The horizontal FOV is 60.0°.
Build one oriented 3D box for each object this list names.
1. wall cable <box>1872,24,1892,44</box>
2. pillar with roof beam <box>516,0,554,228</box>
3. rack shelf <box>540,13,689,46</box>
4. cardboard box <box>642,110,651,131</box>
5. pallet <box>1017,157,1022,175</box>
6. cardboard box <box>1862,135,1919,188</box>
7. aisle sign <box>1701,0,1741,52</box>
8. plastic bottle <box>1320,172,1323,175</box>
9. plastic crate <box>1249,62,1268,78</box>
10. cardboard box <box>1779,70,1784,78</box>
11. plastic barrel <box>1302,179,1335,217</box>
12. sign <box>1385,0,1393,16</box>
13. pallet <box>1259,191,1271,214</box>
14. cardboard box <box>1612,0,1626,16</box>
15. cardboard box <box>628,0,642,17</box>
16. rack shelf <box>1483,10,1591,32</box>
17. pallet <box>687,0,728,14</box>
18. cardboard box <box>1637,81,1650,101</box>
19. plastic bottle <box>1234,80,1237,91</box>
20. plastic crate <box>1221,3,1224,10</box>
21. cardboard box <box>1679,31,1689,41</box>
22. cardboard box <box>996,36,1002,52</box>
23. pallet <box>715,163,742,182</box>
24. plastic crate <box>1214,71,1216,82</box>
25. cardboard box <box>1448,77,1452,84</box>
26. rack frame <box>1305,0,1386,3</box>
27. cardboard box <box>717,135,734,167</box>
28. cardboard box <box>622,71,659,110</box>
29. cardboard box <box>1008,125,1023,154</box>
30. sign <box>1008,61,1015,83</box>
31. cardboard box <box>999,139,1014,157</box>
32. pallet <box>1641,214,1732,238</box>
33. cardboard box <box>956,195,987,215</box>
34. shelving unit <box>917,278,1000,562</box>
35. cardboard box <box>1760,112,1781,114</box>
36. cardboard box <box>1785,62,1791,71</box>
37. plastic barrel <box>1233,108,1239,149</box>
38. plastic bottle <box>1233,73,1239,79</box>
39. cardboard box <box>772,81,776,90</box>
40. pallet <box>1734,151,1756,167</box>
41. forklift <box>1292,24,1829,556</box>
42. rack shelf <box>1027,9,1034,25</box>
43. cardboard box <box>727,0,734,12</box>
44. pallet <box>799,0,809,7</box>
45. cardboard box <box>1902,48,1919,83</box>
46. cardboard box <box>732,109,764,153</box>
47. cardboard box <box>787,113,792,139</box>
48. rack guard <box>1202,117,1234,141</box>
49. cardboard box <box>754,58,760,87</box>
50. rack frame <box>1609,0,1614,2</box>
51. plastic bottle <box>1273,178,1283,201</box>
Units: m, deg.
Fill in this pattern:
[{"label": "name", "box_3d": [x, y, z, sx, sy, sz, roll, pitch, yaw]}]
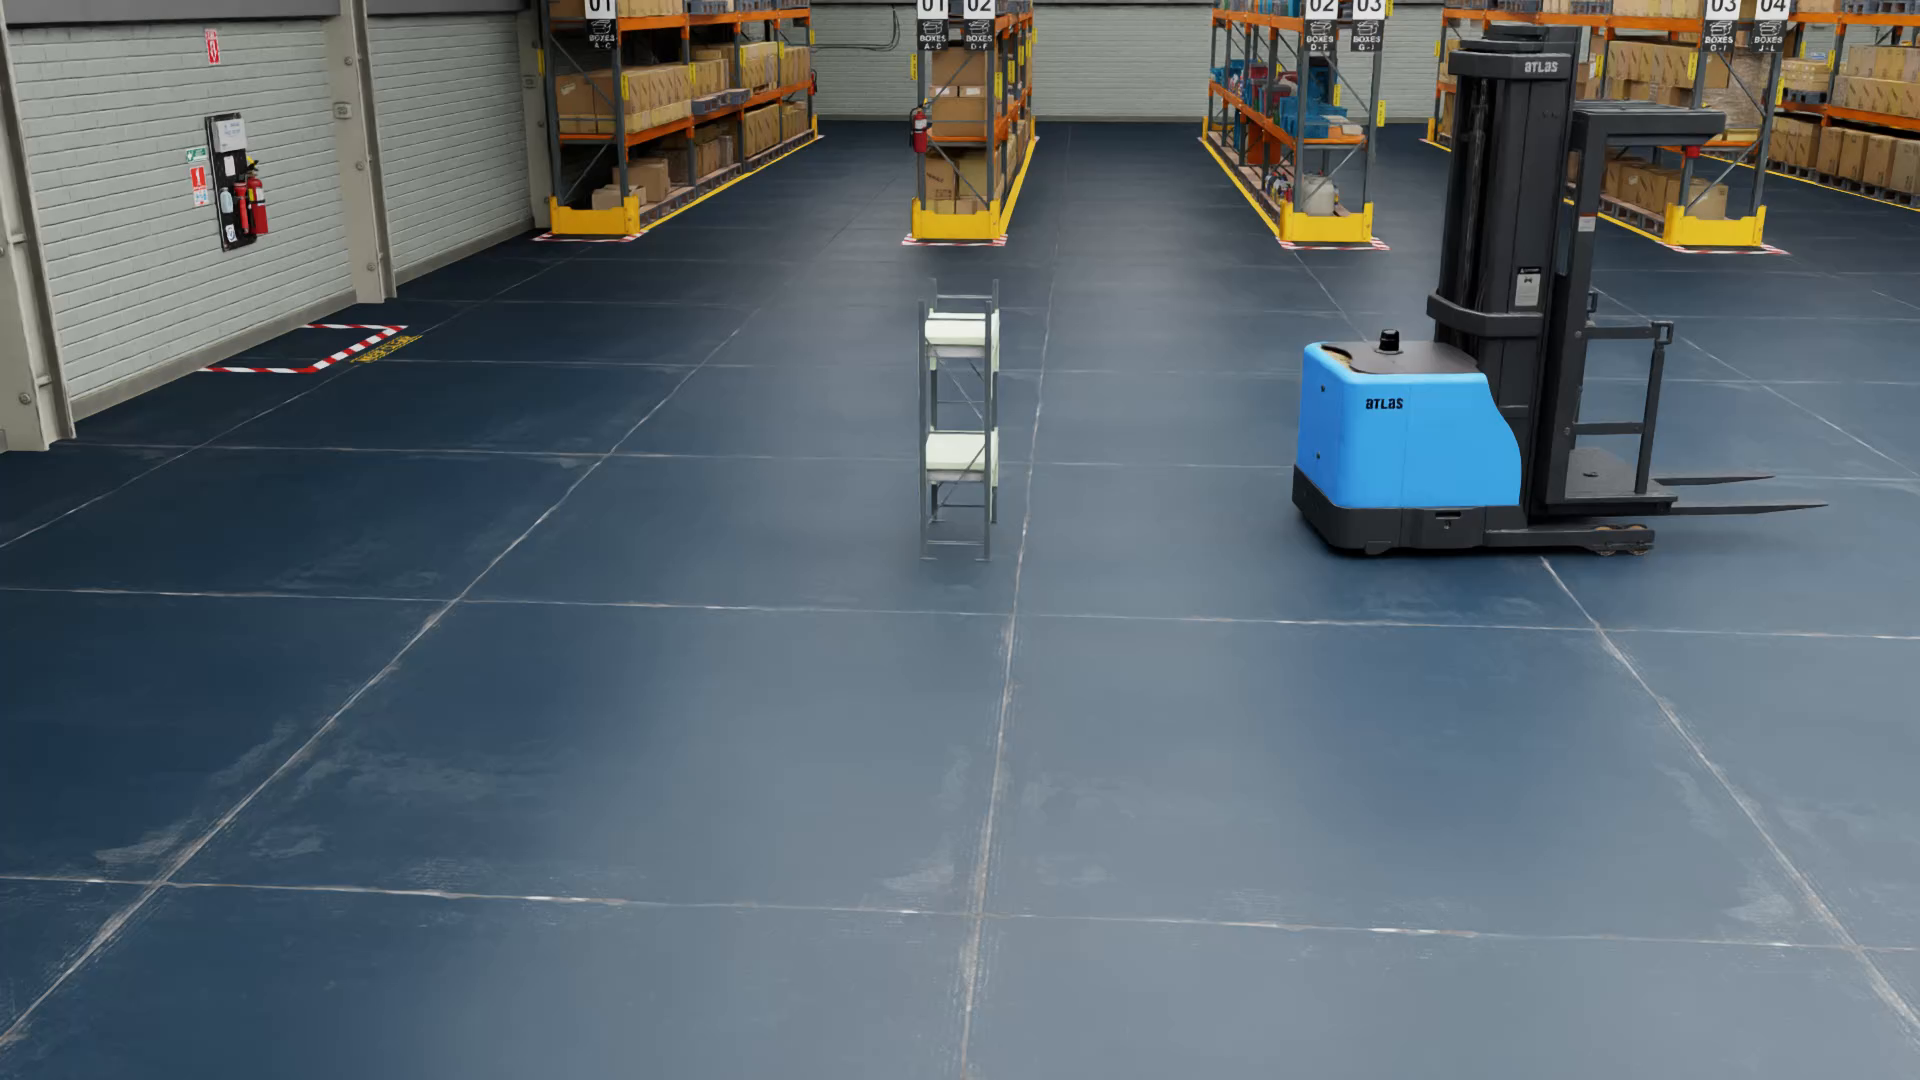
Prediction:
[{"label": "wall cable", "box_3d": [22.656, -12.238, 40.823, 0.588, 1.984, 0.122, 1, 18, 4]}, {"label": "pillar with roof beam", "box_3d": [-1.512, -8.607, 21.738, 9.100, 9.000, 0.400, 1, 18, 4]}, {"label": "rack shelf", "box_3d": [-4.850, -7.320, 23.784, 1.077, 0.370, 4.000, 1, 18, 4]}, {"label": "cardboard box", "box_3d": [-4.619, -5.860, 23.197, 0.500, 0.250, 0.500, 1, 18, 2]}, {"label": "pallet", "box_3d": [0.613, -6.896, 30.631, 1.003, 0.211, 1.213, 1, 18, 4]}, {"label": "cardboard box", "box_3d": [15.083, -6.009, 26.382, 1.050, 0.750, 0.750, 1, 18, 4]}, {"label": "aisle sign", "box_3d": [9.525, -6.506, 20.788, 0.394, 0.787, 0.004, 1, 18, 4]}, {"label": "plastic bottle", "box_3d": [5.403, -5.321, 24.892, 0.144, 0.351, 0.185, 0, 18, 1]}, {"label": "plastic crate", "box_3d": [6.063, -9.452, 33.752, 0.402, 0.464, 0.583, 1, 18, 4]}, {"label": "cardboard box", "box_3d": [15.014, -8.412, 30.029, 0.380, 0.149, 0.250, 2, 18, 5]}, {"label": "plastic barrel", "box_3d": [4.859, -4.618, 22.519, 0.421, 0.512, 0.421, 0, 18, 0]}, {"label": "sign", "box_3d": [5.437, -6.810, 21.058, 0.100, 0.325, 0.005, 1, 18, 4]}, {"label": "pallet", "box_3d": [5.085, -5.104, 25.160, 1.003, 0.211, 1.213, 1, 18, 4]}, {"label": "cardboard box", "box_3d": [9.828, -7.746, 24.169, 0.500, 0.250, 0.500, 1, 18, 2]}, {"label": "cardboard box", "box_3d": [-4.646, -7.362, 22.564, 0.500, 0.500, 0.500, 2, 18, 8]}, {"label": "rack shelf", "box_3d": [10.545, -9.473, 30.354, 1.077, 0.370, 4.000, 1, 18, 4]}, {"label": "pallet", "box_3d": [-4.485, -8.705, 27.158, 1.213, 0.211, 1.003, 1, 18, 4]}, {"label": "cardboard box", "box_3d": [9.938, -6.110, 23.114, 0.875, 0.500, 0.500, 1, 18, 4]}, {"label": "plastic bottle", "box_3d": [5.217, -8.530, 31.344, 0.097, 0.271, 0.097, 0, 18, 0]}, {"label": "plastic crate", "box_3d": [5.460, -10.825, 33.748, 0.293, 0.136, 0.466, 1, 18, 4]}, {"label": "cardboard box", "box_3d": [15.618, -10.641, 35.337, 0.500, 0.500, 0.500, 1, 18, 4]}, {"label": "cardboard box", "box_3d": [0.586, -9.918, 33.609, 0.500, 0.500, 0.500, 1, 18, 4]}, {"label": "pallet", "box_3d": [-4.477, -6.532, 29.519, 1.003, 0.211, 1.213, 1, 18, 4]}, {"label": "plastic crate", "box_3d": [5.595, -9.834, 35.291, 0.416, 0.233, 0.300, 1, 18, 4]}, {"label": "cardboard box", "box_3d": [10.549, -9.711, 35.147, 0.380, 0.149, 0.250, 1, 18, 3]}, {"label": "rack frame", "box_3d": [4.888, -8.245, 20.634, 1.000, 3.000, 0.127, 1, 18, 4]}, {"label": "cardboard box", "box_3d": [-4.419, -6.896, 29.461, 0.700, 0.500, 0.500, 2, 18, 5]}, {"label": "cardboard box", "box_3d": [-4.571, -6.365, 23.536, 0.500, 0.500, 0.500, 1, 18, 2]}, {"label": "cardboard box", "box_3d": [0.944, -7.627, 31.691, 0.500, 0.500, 0.500, 1, 18, 2]}, {"label": "sign", "box_3d": [0.788, -7.185, 25.517, 0.100, 0.325, 0.005, 1, 18, 4]}, {"label": "cardboard box", "box_3d": [0.660, -6.664, 28.283, 0.500, 0.311, 0.500, 1, 18, 4]}, {"label": "pallet", "box_3d": [9.927, -4.234, 22.505, 1.003, 0.211, 1.213, 1, 18, 4]}, {"label": "cardboard box", "box_3d": [0.208, -4.560, 22.765, 0.500, 0.250, 0.500, 1, 18, 4]}, {"label": "shelving unit", "box_3d": [0.000, -0.711, 9.683, 0.431, 1.500, 0.755, 1, 18, 4]}, {"label": "cardboard box", "box_3d": [15.312, -8.013, 31.696, 0.500, 0.250, 0.500, 0, 18, 1]}, {"label": "cardboard box", "box_3d": [14.997, -8.469, 29.724, 0.380, 0.149, 0.250, 1, 18, 4]}, {"label": "plastic barrel", "box_3d": [5.693, -8.155, 32.689, 0.600, 0.901, 0.708, 1, 18, 4]}, {"label": "plastic bottle", "box_3d": [5.397, -8.983, 32.600, 0.144, 0.351, 0.185, 1, 18, 4]}, {"label": "cardboard box", "box_3d": [-3.869, -9.042, 33.073, 0.380, 0.149, 0.250, 2, 18, 5]}, {"label": "pallet", "box_3d": [15.574, -7.302, 31.867, 1.003, 0.211, 1.213, 1, 18, 4]}, {"label": "forklift", "box_3d": [3.623, -1.466, 9.691, 3.031, 2.935, 1.130, -1, 18, -4]}, {"label": "rack shelf", "box_3d": [0.952, -10.938, 34.824, 1.077, 0.370, 4.000, 1, 18, 4]}, {"label": "cardboard box", "box_3d": [-4.202, -9.263, 28.669, 0.500, 0.311, 0.500, 1, 18, 4]}, {"label": "pallet", "box_3d": [-3.889, -11.737, 36.251, 1.003, 0.211, 1.213, 1, 18, 4]}, {"label": "cardboard box", "box_3d": [15.156, -7.378, 25.855, 0.700, 0.500, 0.500, 1, 18, 4]}, {"label": "cardboard box", "box_3d": [-4.167, -7.775, 31.613, 0.750, 0.750, 0.750, 1, 18, 4]}, {"label": "cardboard box", "box_3d": [-3.938, -8.740, 35.119, 0.700, 0.500, 0.500, 1, 18, 3]}, {"label": "rack guard", "box_3d": [6.024, -9.183, 37.146, 1.175, 0.500, 0.348, 1, 18, 4]}, {"label": "cardboard box", "box_3d": [-4.046, -8.760, 31.170, 0.500, 0.500, 0.500, 1, 18, 4]}, {"label": "rack frame", "box_3d": [10.115, -9.377, 24.088, 1.000, 3.000, 0.127, 1, 18, 4]}, {"label": "plastic bottle", "box_3d": [4.646, -5.097, 24.209, 0.144, 0.351, 0.185, 2, 18, 6]}]
